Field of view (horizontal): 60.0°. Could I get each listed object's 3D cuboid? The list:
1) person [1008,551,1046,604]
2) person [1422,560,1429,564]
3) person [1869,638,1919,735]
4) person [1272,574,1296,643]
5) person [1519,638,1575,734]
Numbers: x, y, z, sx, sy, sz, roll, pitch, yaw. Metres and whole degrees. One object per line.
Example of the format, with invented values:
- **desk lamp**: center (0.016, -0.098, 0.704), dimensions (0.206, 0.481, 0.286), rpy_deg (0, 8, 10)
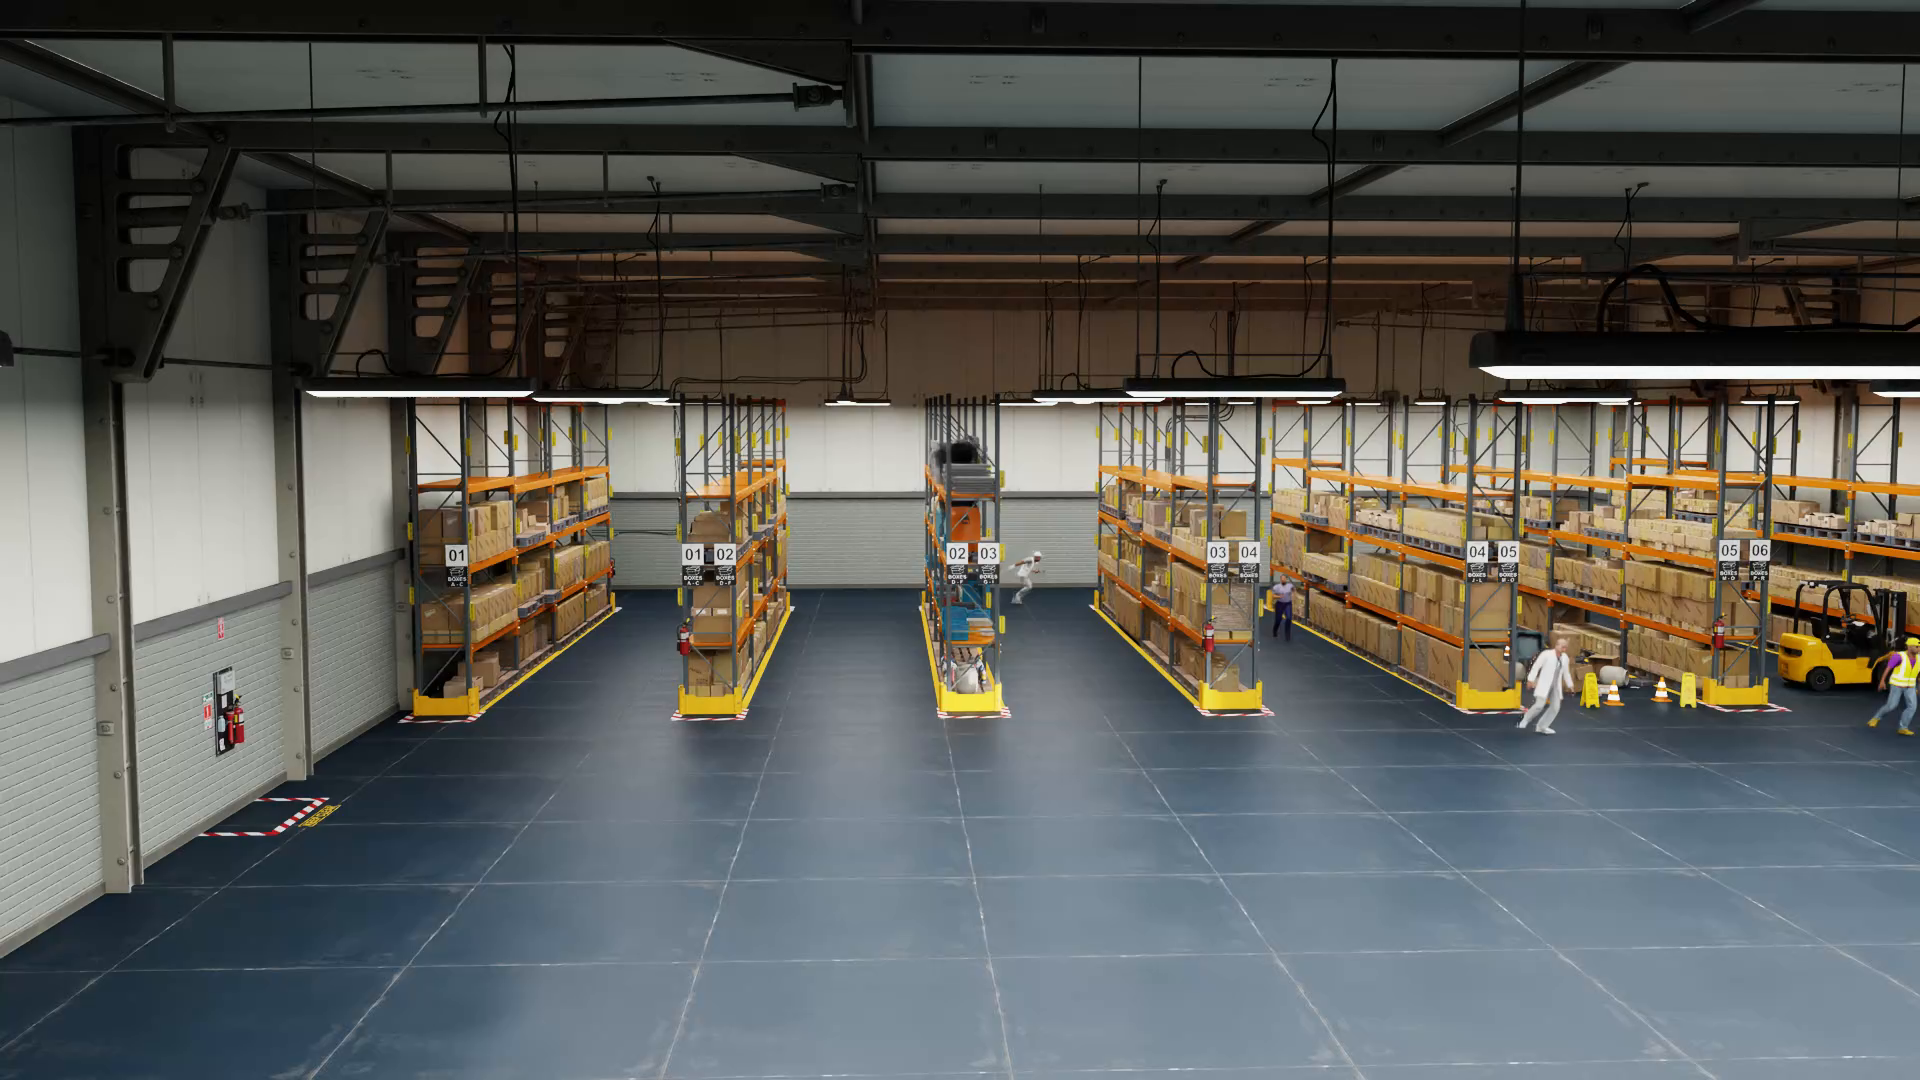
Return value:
- **person**: center (1.980, 1.097, 48.669), dimensions (1.036, 1.530, 0.705), rpy_deg (1, 5, 15)
- **person**: center (12.533, 1.373, 44.457), dimensions (0.597, 1.685, 0.978), rpy_deg (-2, 5, -26)
- **person**: center (16.544, 2.551, 29.338), dimensions (0.777, 1.709, 0.748), rpy_deg (-1, 5, -9)
- **person**: center (7.981, 1.670, 41.019), dimensions (0.619, 1.690, 0.901), rpy_deg (0, 5, 3)
- **person**: center (10.310, 2.551, 29.260), dimensions (0.850, 1.700, 0.651), rpy_deg (-1, 5, -17)
